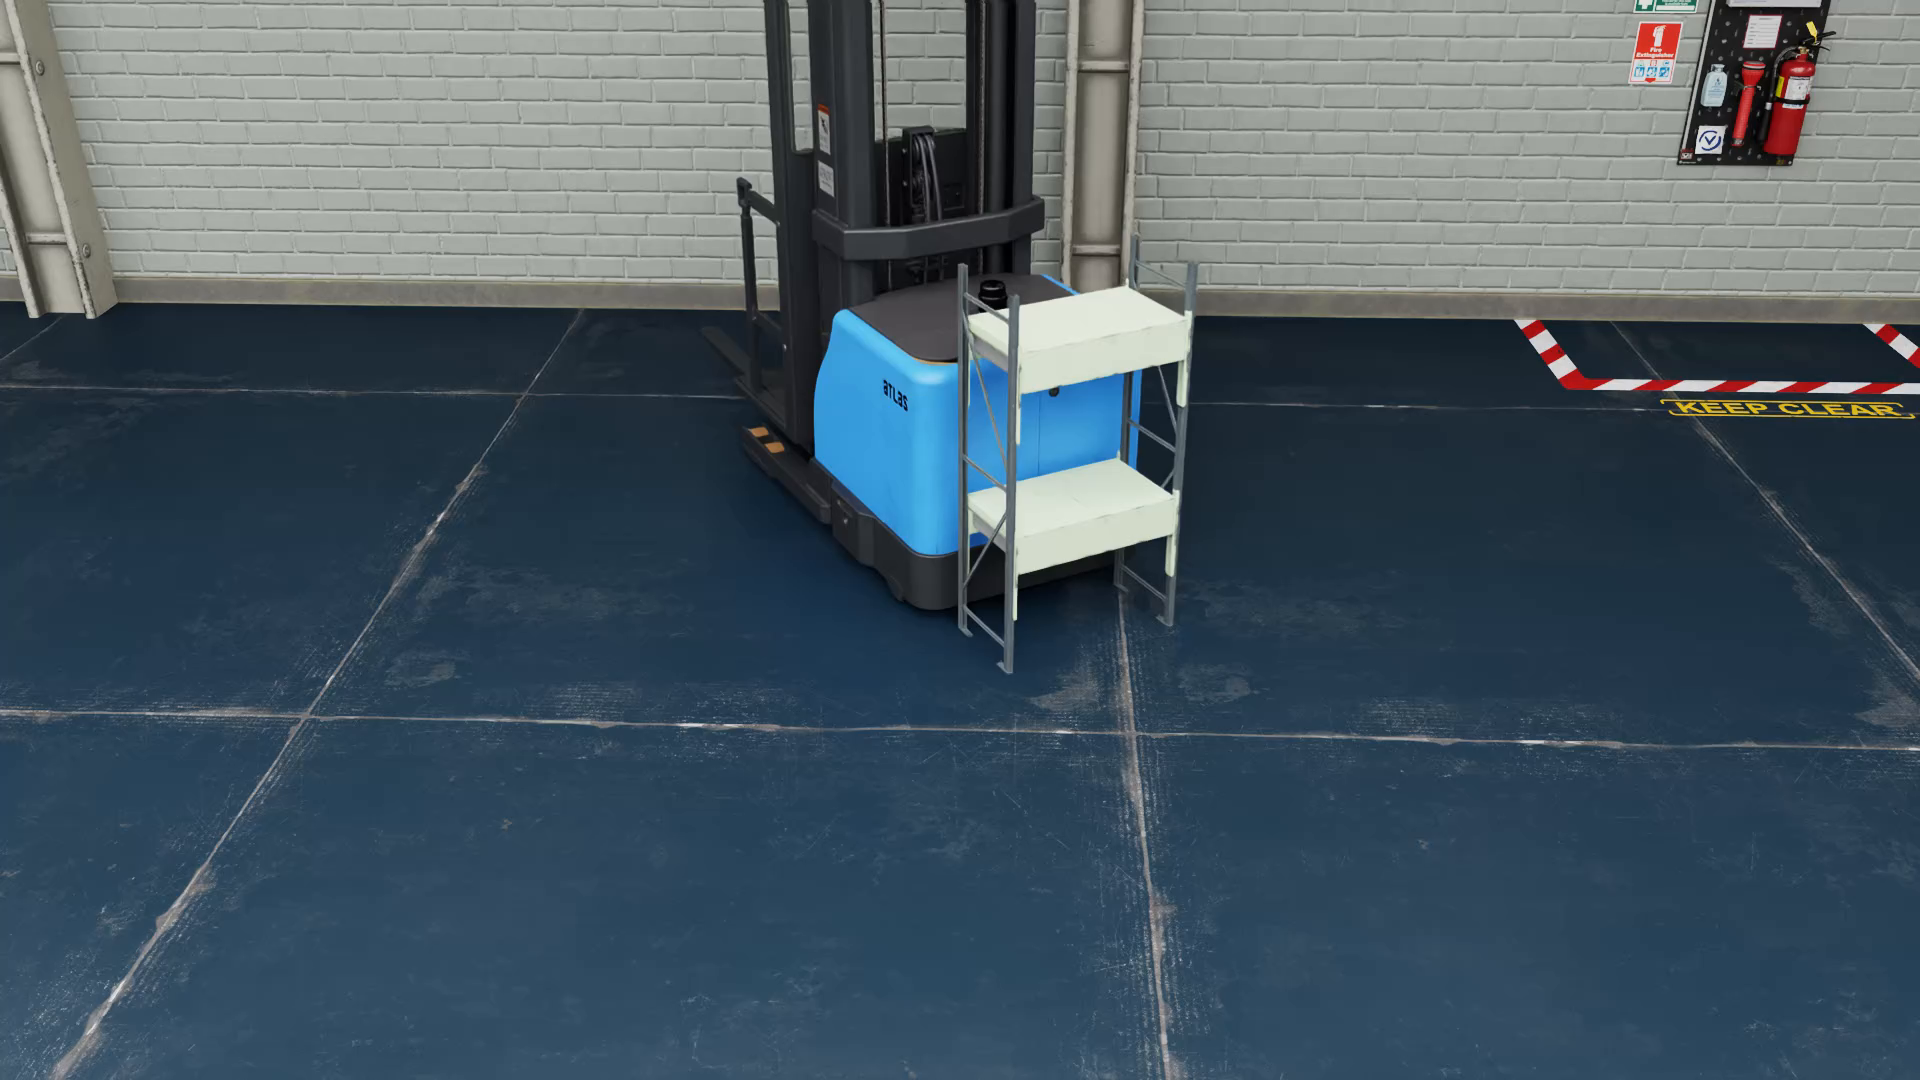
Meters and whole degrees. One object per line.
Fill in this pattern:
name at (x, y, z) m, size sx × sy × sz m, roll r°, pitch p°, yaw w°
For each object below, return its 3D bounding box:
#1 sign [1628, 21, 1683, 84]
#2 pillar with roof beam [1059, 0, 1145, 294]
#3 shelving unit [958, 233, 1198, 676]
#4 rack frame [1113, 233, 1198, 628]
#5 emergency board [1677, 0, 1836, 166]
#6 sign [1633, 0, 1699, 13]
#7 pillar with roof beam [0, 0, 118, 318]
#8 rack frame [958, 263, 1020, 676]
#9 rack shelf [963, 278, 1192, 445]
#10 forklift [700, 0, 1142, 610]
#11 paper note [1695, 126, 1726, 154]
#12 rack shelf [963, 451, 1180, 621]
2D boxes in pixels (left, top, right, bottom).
sign at (3.748, -2.625, 8.961) m, size 0.234 × 0.329 × 0.001 m, roll 1°, pitch 28°, yaw 2°
pillar with roof beam at (0.617, -3.228, 3.731) m, size 0.400 × 9.000 × 9.100 m, roll 1°, pitch 28°, yaw 2°
shelving unit at (0.419, -0.317, 6.246) m, size 0.755 × 1.500 × 0.431 m, roll -14°, pitch 31°, yaw -25°
rack frame at (0.741, -0.398, 6.399) m, size 0.023 × 1.500 × 0.400 m, roll -14°, pitch 31°, yaw -25°
emergency board at (4.297, -2.552, 8.861) m, size 0.643 × 1.169 × 0.194 m, roll 1°, pitch 28°, yaw 2°
sign at (3.752, -2.855, 8.829) m, size 0.331 × 0.109 × 0.001 m, roll 1°, pitch 28°, yaw 2°
pillar with roof beam at (-5.380, -3.327, 3.918) m, size 0.400 × 9.000 × 9.100 m, roll 1°, pitch 28°, yaw 2°
rack frame at (0.097, -0.235, 6.092) m, size 0.023 × 1.500 × 0.400 m, roll -14°, pitch 31°, yaw -25°
rack shelf at (0.419, -0.661, 6.063) m, size 0.720 × 0.370 × 0.431 m, roll -14°, pitch 31°, yaw -25°
forklift at (-0.392, -1.678, 7.285) m, size 1.130 × 2.935 × 3.031 m, roll -14°, pitch 31°, yaw -24°
paper note at (4.122, -2.198, 9.133) m, size 0.142 × 0.148 × 0.016 m, roll 1°, pitch 28°, yaw 2°
rack shelf at (0.419, -0.028, 6.398) m, size 0.720 × 0.370 × 0.431 m, roll -14°, pitch 31°, yaw -25°
